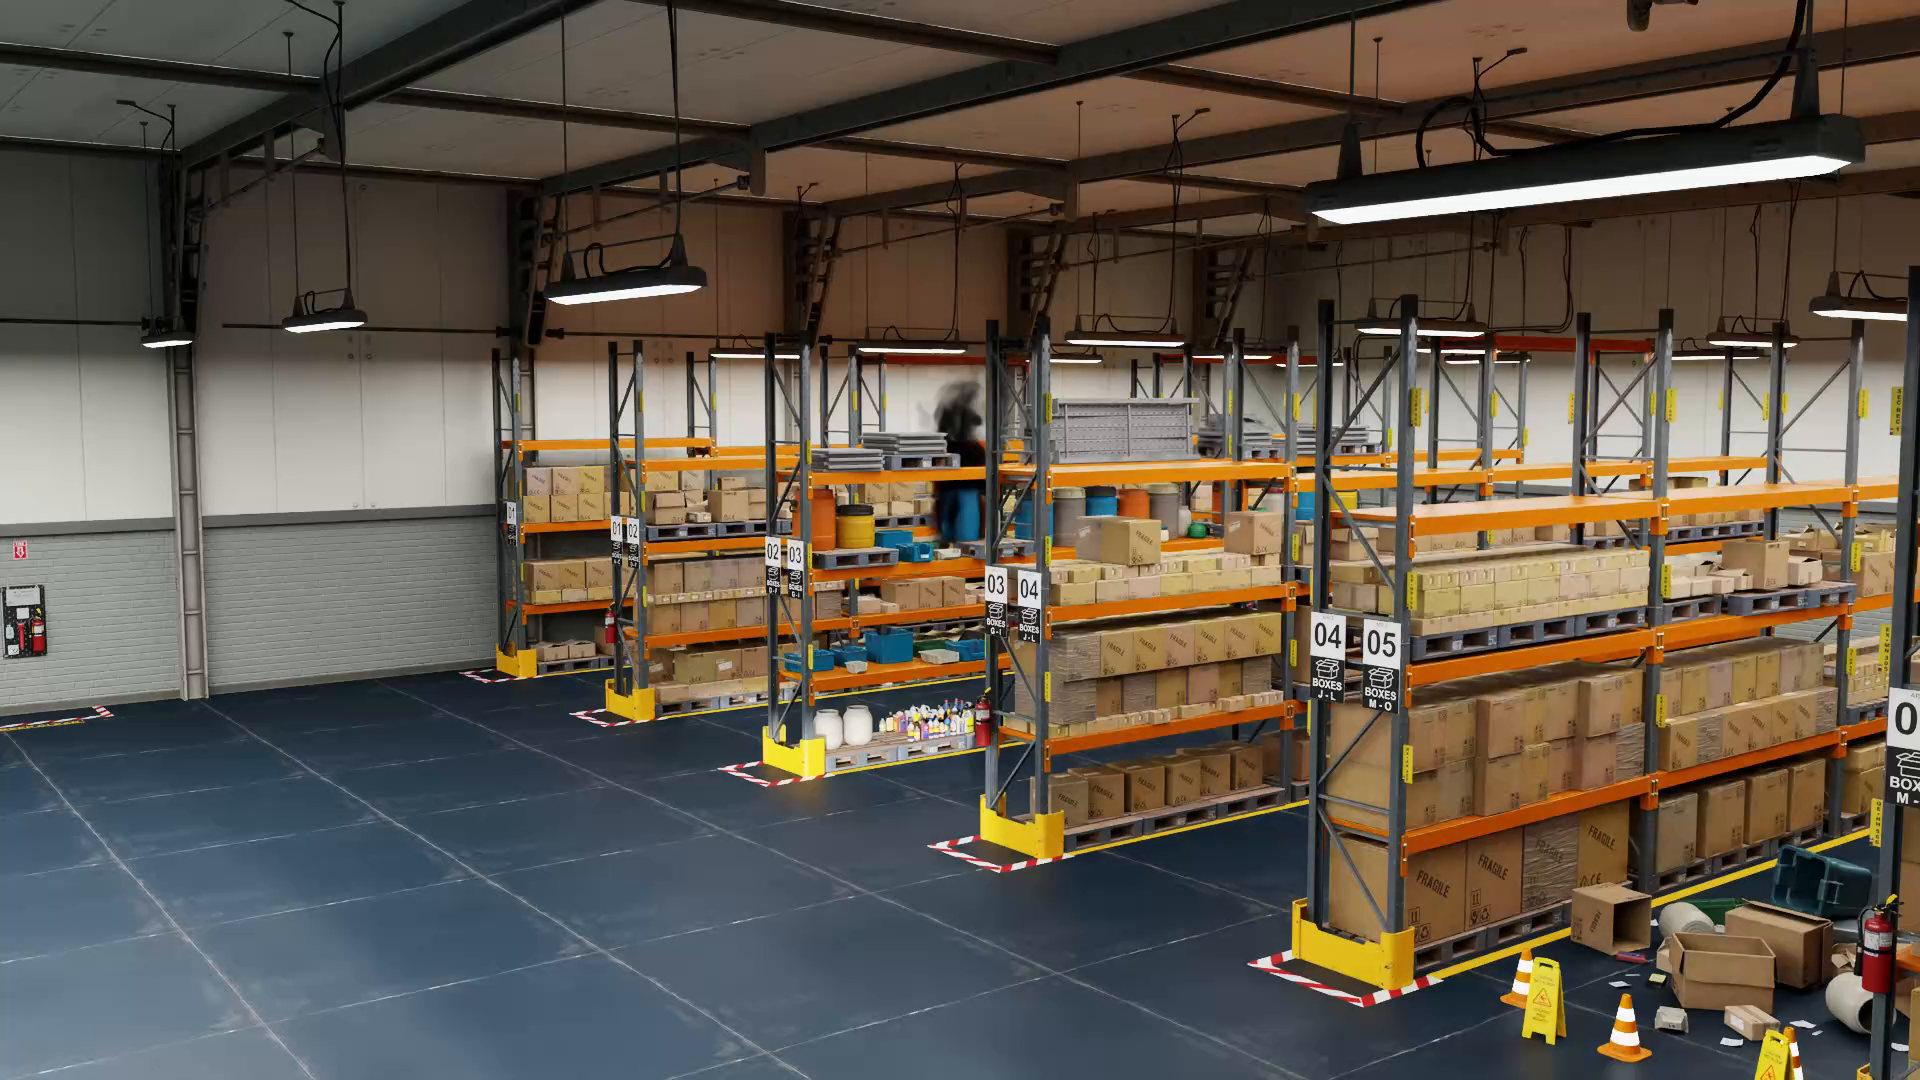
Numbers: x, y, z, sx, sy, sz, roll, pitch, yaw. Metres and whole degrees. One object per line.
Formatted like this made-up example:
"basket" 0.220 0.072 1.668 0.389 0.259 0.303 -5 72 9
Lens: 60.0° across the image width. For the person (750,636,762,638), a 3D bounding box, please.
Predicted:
"person" -3.728 1.748 30.185 0.536 1.551 0.544 4 6 38
